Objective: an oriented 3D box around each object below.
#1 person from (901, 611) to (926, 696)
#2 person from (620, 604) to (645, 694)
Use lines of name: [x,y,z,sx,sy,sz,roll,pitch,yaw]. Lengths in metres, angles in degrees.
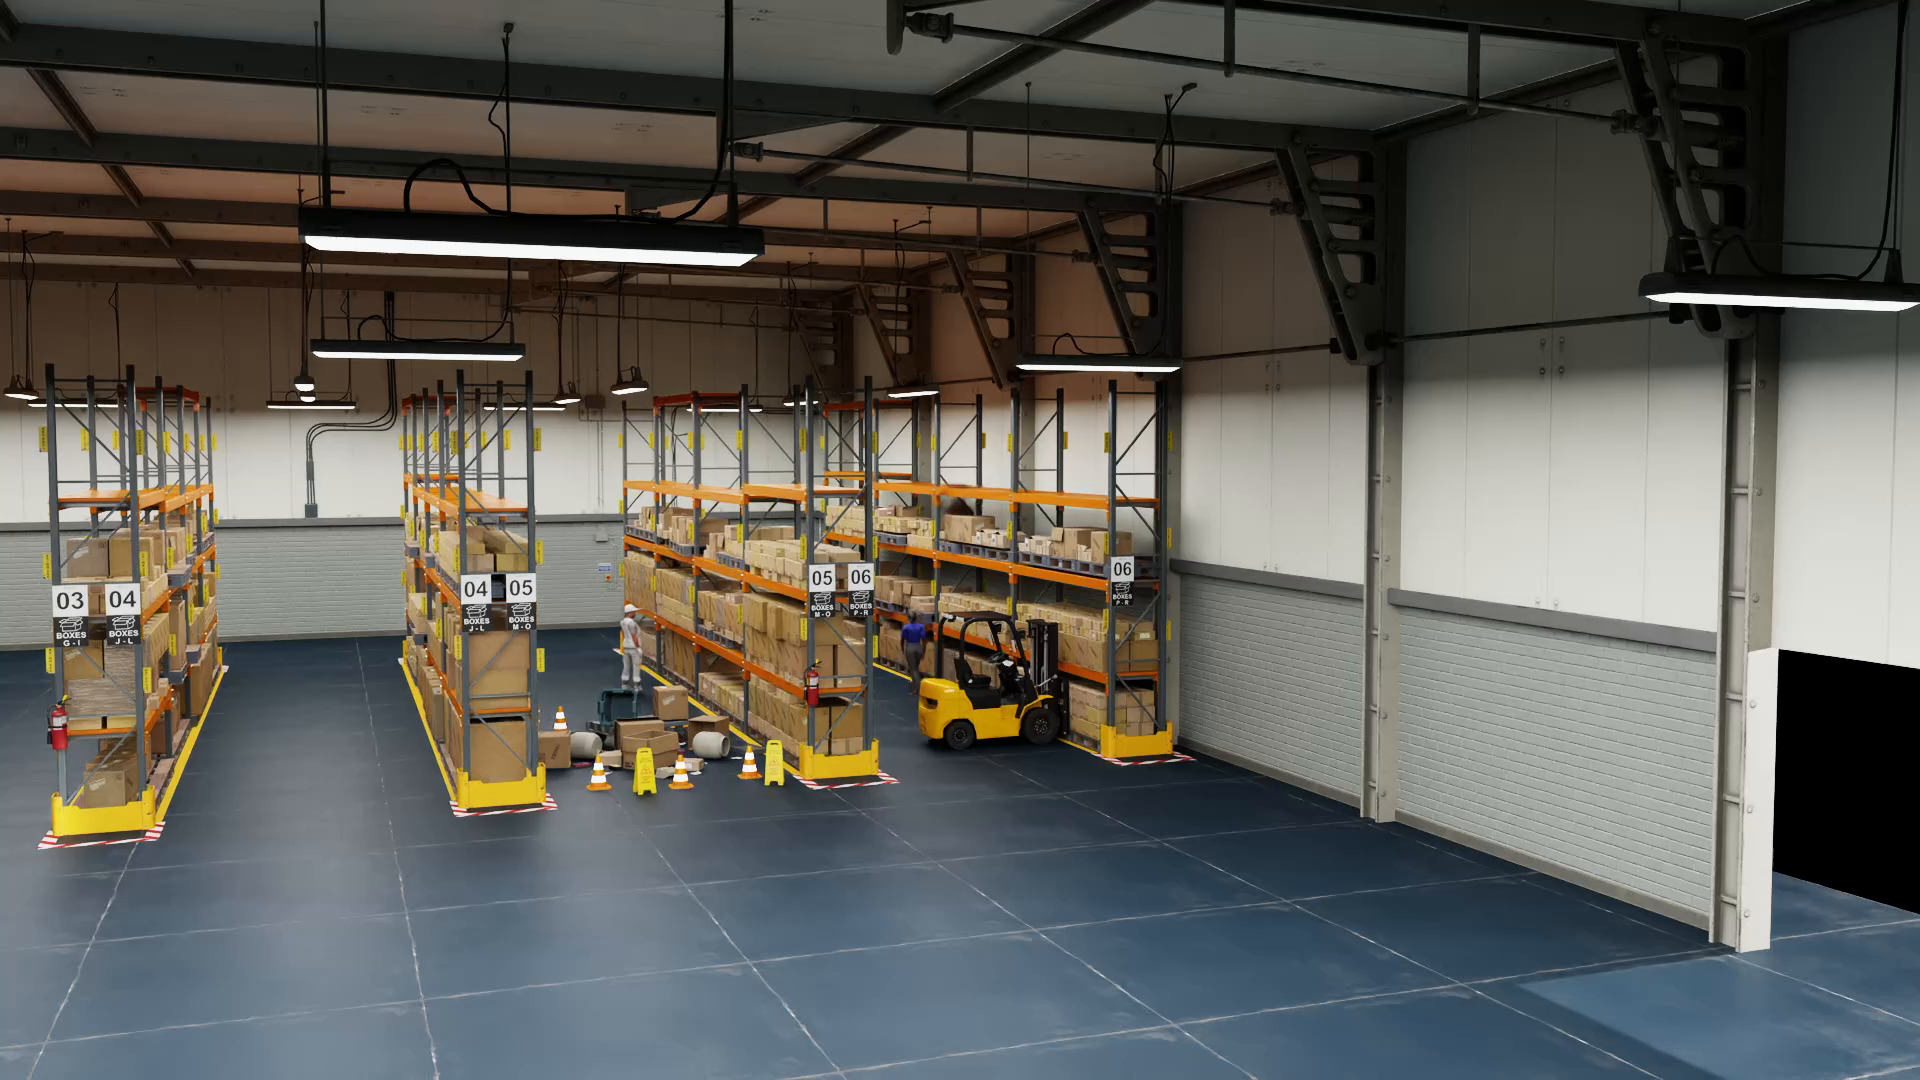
person: [-0.922,2.155,31.543,0.433,1.648,0.732,-2,4,-32]
person: [-6.511,2.169,33.121,0.596,1.784,0.436,3,4,39]
